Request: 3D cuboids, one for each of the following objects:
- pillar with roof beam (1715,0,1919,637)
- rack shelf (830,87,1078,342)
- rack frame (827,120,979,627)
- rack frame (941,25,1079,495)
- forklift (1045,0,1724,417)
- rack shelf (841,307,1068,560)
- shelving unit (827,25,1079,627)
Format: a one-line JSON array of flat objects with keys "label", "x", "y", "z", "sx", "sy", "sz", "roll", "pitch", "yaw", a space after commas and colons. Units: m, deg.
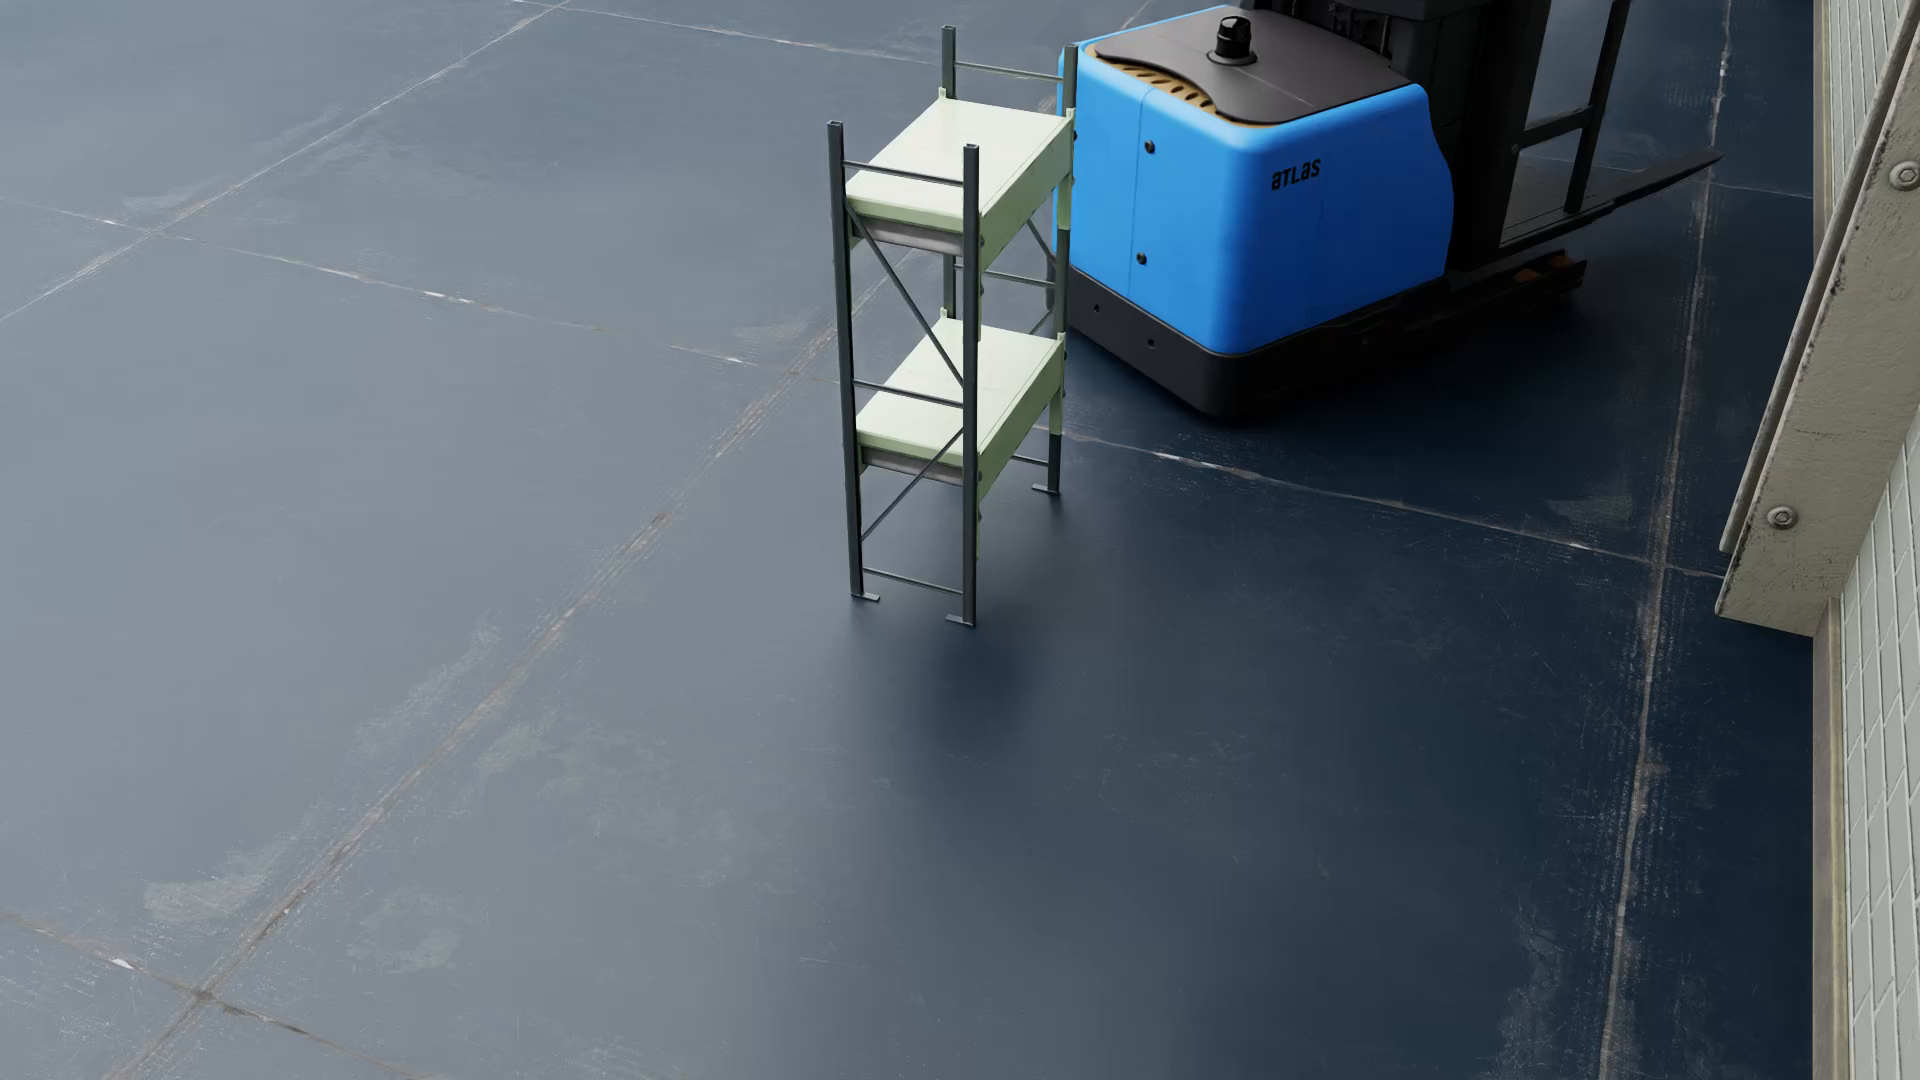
[{"label": "pillar with roof beam", "x": -1.515, "y": -4.437, "z": 3.670, "sx": 9.100, "sy": 9.000, "sz": 0.400, "roll": 14, "pitch": 39, "yaw": 18}, {"label": "rack shelf", "x": -0.003, "y": -0.910, "z": 4.562, "sx": 0.431, "sy": 0.370, "sz": 0.720, "roll": 14, "pitch": 39, "yaw": 18}, {"label": "rack frame", "x": -0.142, "y": -0.394, "z": 4.525, "sx": 0.400, "sy": 1.500, "sz": 0.023, "roll": 14, "pitch": 39, "yaw": 18}, {"label": "rack frame", "x": 0.137, "y": -0.800, "z": 5.067, "sx": 0.400, "sy": 1.500, "sz": 0.023, "roll": 14, "pitch": 39, "yaw": 18}, {"label": "forklift", "x": 1.825, "y": -2.287, "z": 5.861, "sx": 3.031, "sy": 2.935, "sz": 1.130, "roll": -23, "pitch": 42, "yaw": -27}, {"label": "rack shelf", "x": -0.003, "y": -0.336, "z": 4.991, "sx": 0.431, "sy": 0.370, "sz": 0.720, "roll": 14, "pitch": 39, "yaw": 18}, {"label": "shelving unit", "x": -0.003, "y": -0.597, "z": 4.796, "sx": 0.431, "sy": 1.500, "sz": 0.755, "roll": 14, "pitch": 39, "yaw": 18}]
